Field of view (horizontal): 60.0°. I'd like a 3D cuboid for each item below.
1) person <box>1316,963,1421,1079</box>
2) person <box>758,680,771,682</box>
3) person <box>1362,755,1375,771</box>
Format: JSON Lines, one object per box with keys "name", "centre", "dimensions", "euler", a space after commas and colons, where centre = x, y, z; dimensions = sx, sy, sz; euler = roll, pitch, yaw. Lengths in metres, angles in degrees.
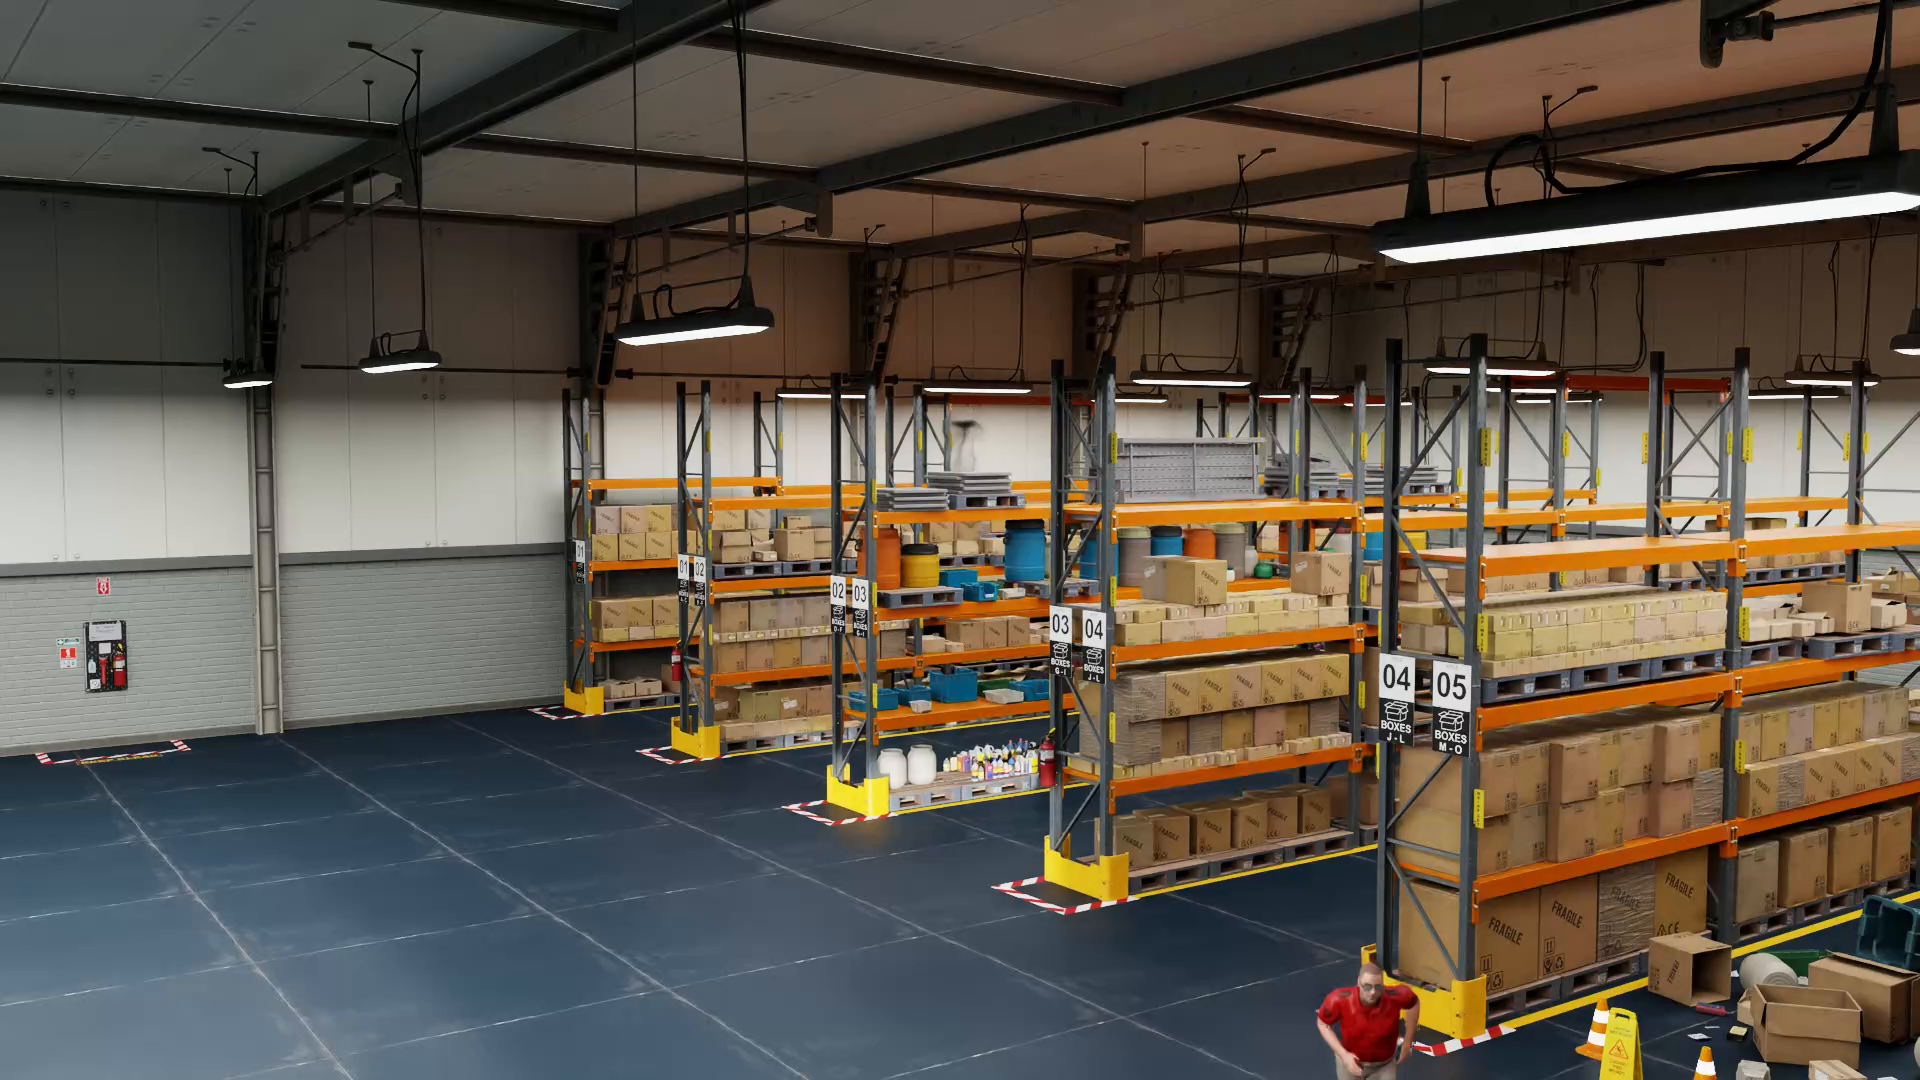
{"name": "person", "centre": [2.789, 3.632, 11.446], "dimensions": [0.703, 1.693, 1.011], "euler": [0, 4, 5]}
{"name": "person", "centre": [-3.547, 2.352, 30.143], "dimensions": [0.687, 1.747, 0.665], "euler": [4, 5, 44]}
{"name": "person", "centre": [5.896, 2.761, 24.535], "dimensions": [0.737, 1.686, 0.690], "euler": [-3, 5, -39]}
